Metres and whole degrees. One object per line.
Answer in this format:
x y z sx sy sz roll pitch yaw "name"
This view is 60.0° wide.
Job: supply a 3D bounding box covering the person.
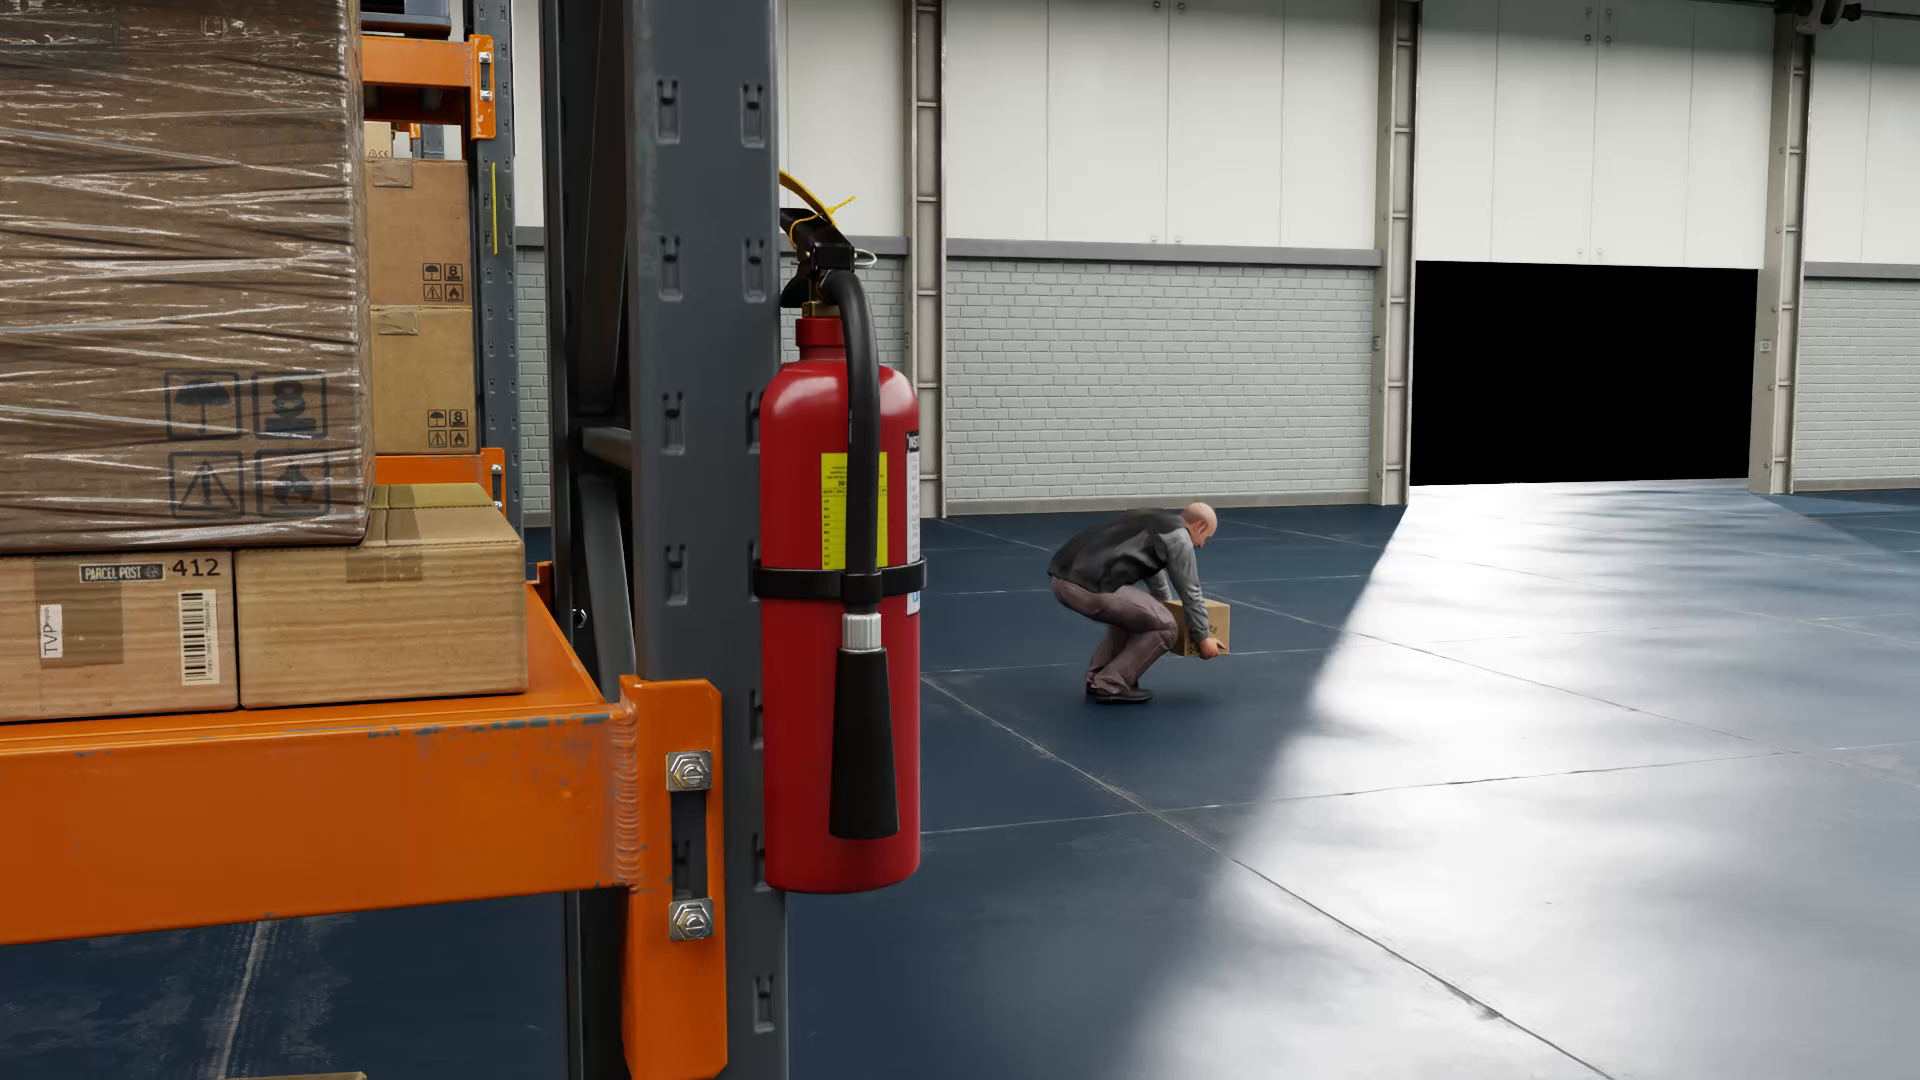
0.883 0.304 8.277 0.906 0.957 0.509 -2 6 -20 "person"
